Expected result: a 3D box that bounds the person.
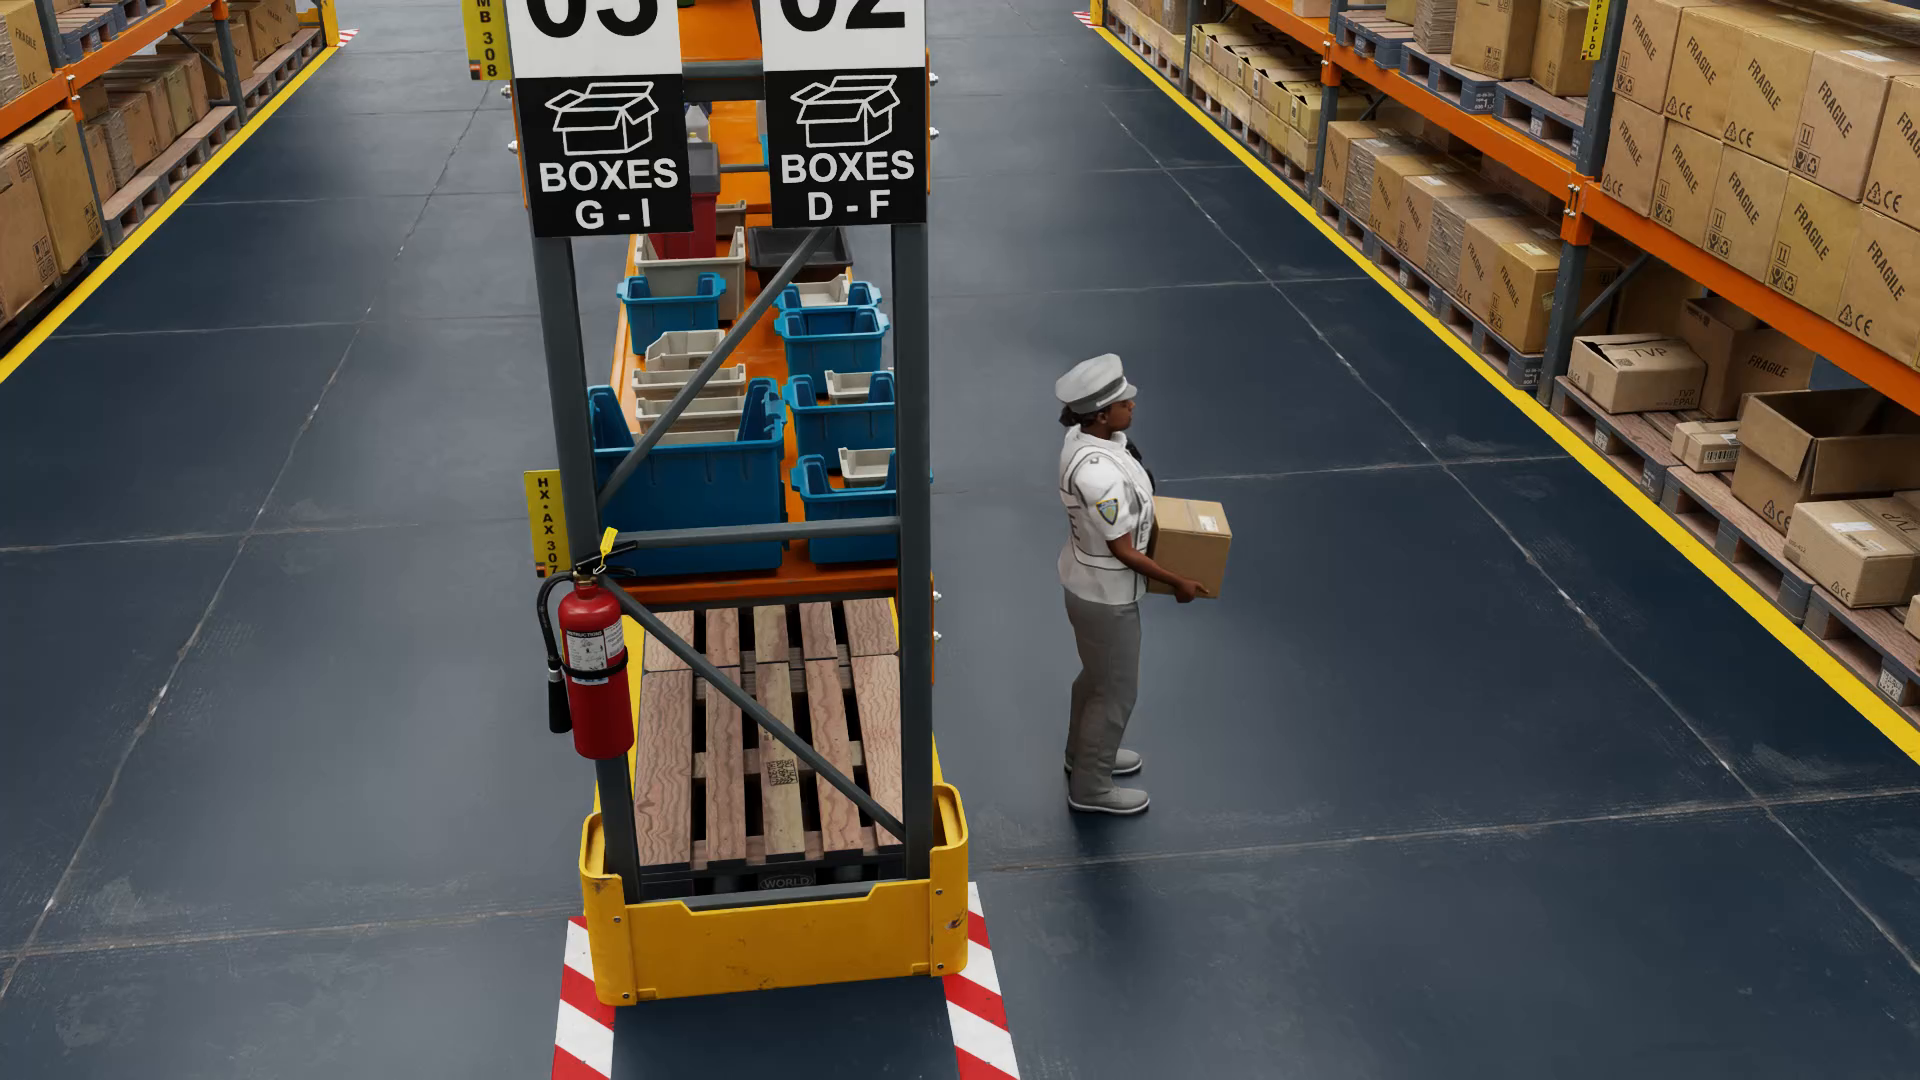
[{"bbox_3d":[0.579,0.163,5.787,0.531,1.687,0.451,0,27,0],"label":"person"}]
